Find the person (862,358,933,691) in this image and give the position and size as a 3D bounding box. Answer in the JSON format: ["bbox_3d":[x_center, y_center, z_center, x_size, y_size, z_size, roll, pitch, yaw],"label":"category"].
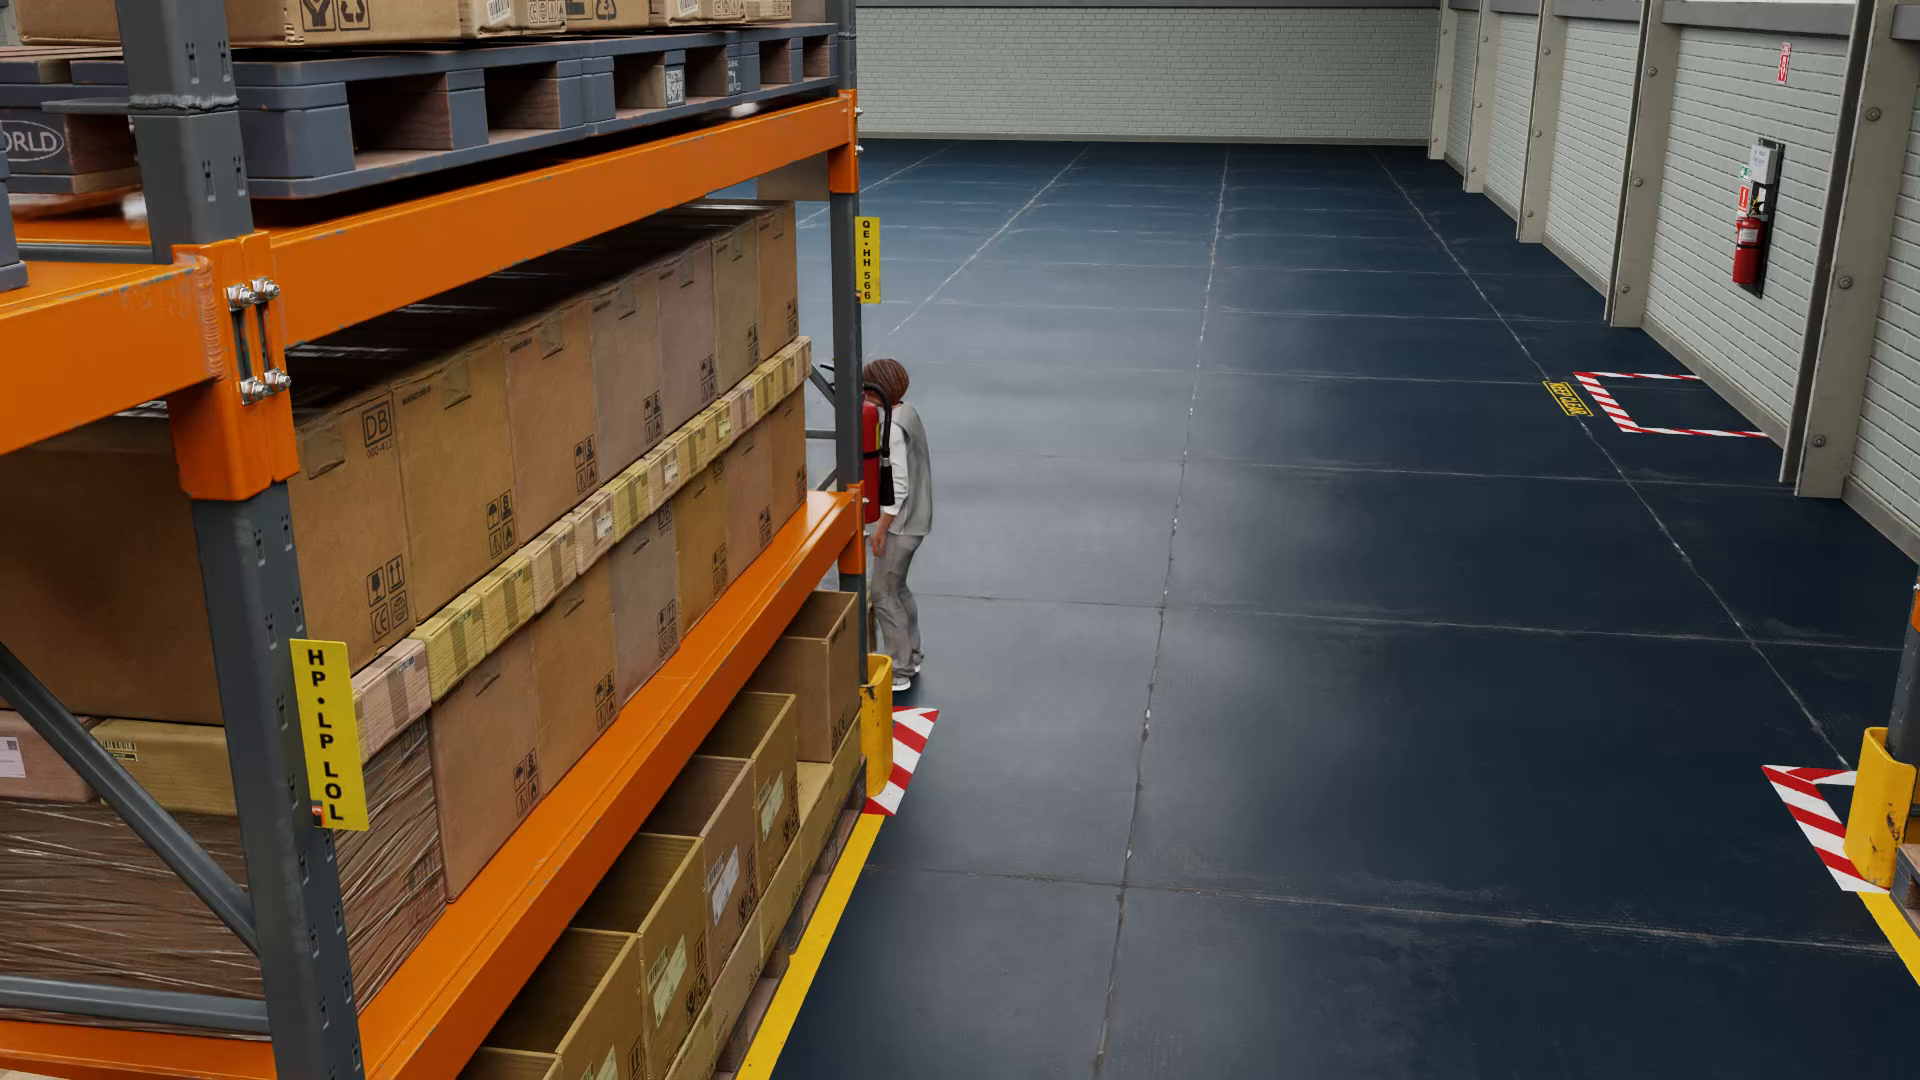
[{"bbox_3d":[-0.315,-0.067,7.774,0.374,1.594,0.458,1,18,3],"label":"person"}]
